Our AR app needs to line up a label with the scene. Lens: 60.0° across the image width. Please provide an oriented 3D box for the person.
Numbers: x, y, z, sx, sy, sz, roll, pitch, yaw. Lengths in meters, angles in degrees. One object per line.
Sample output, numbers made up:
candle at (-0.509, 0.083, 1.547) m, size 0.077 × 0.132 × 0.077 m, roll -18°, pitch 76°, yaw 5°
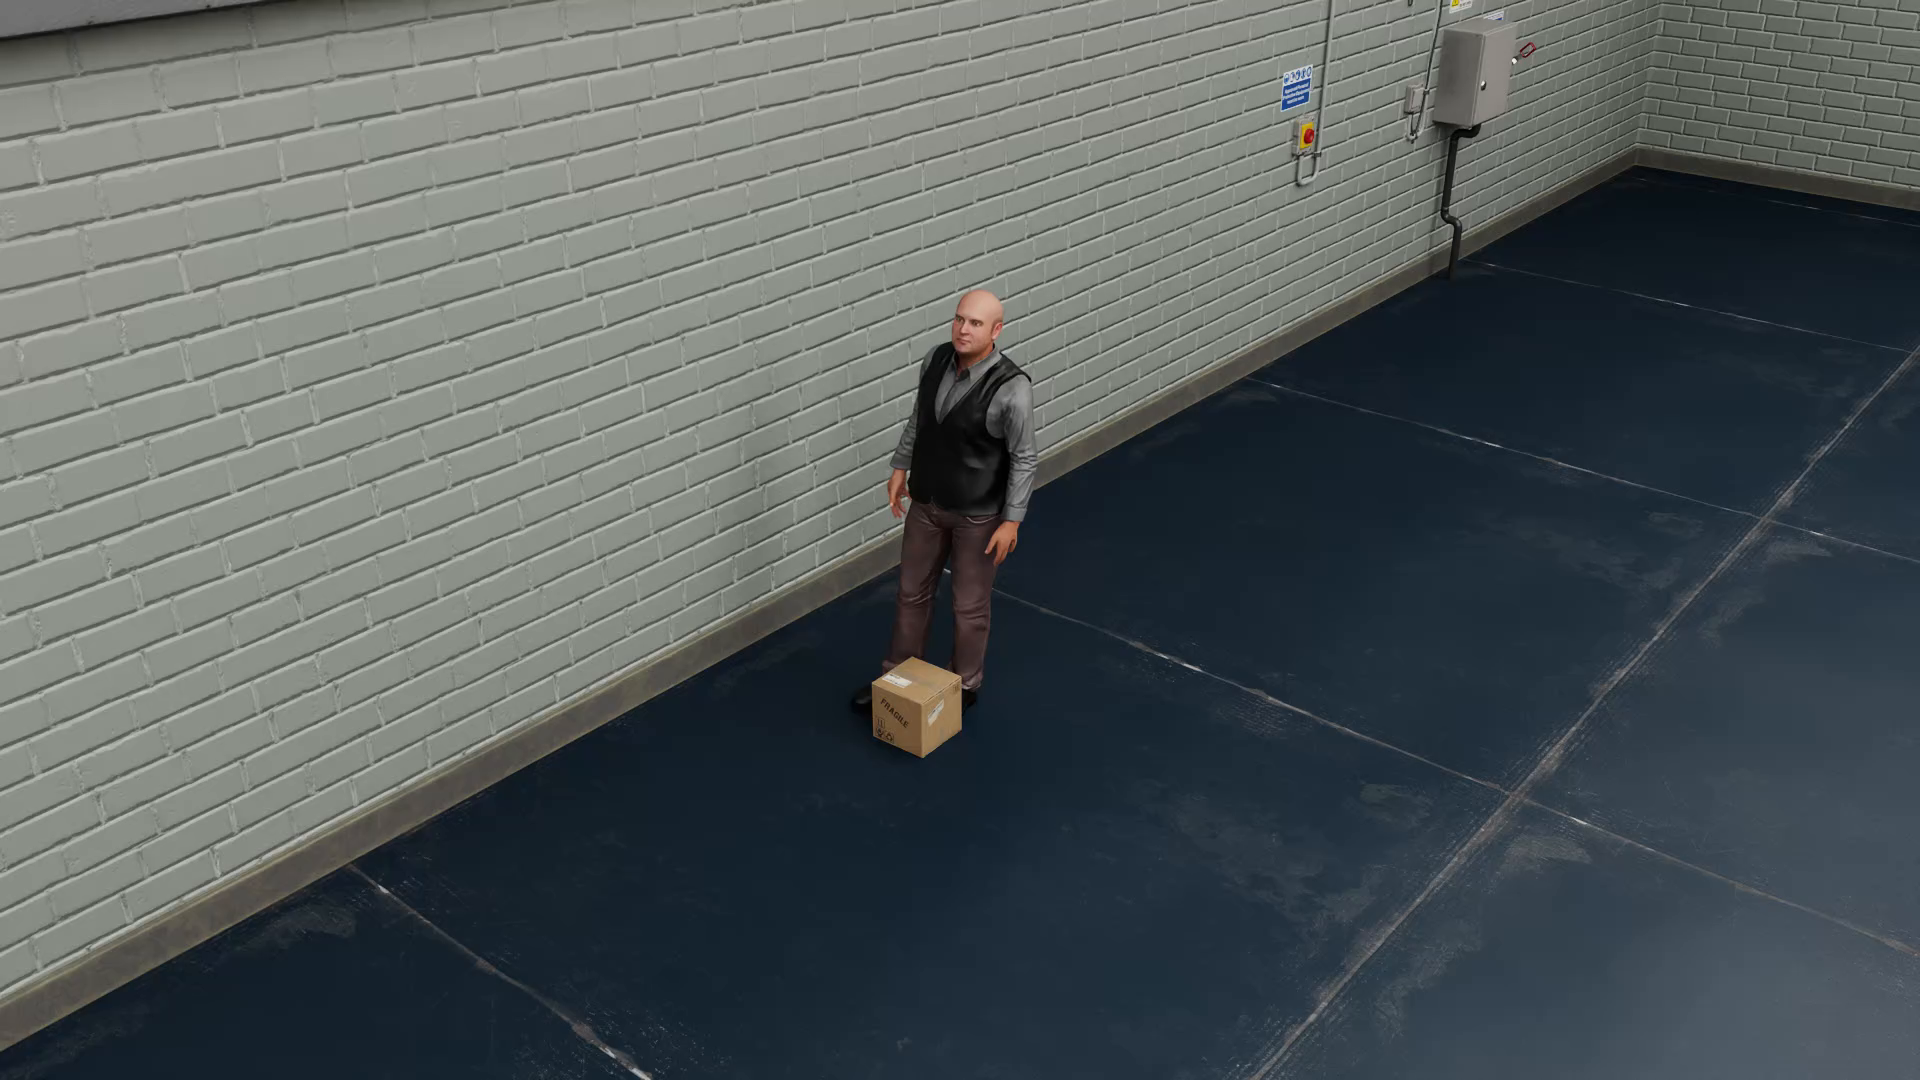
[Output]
person at (-0.047, -0.101, 6.323) m, size 0.632 × 1.721 × 0.568 m, roll 21°, pitch 34°, yaw 35°
